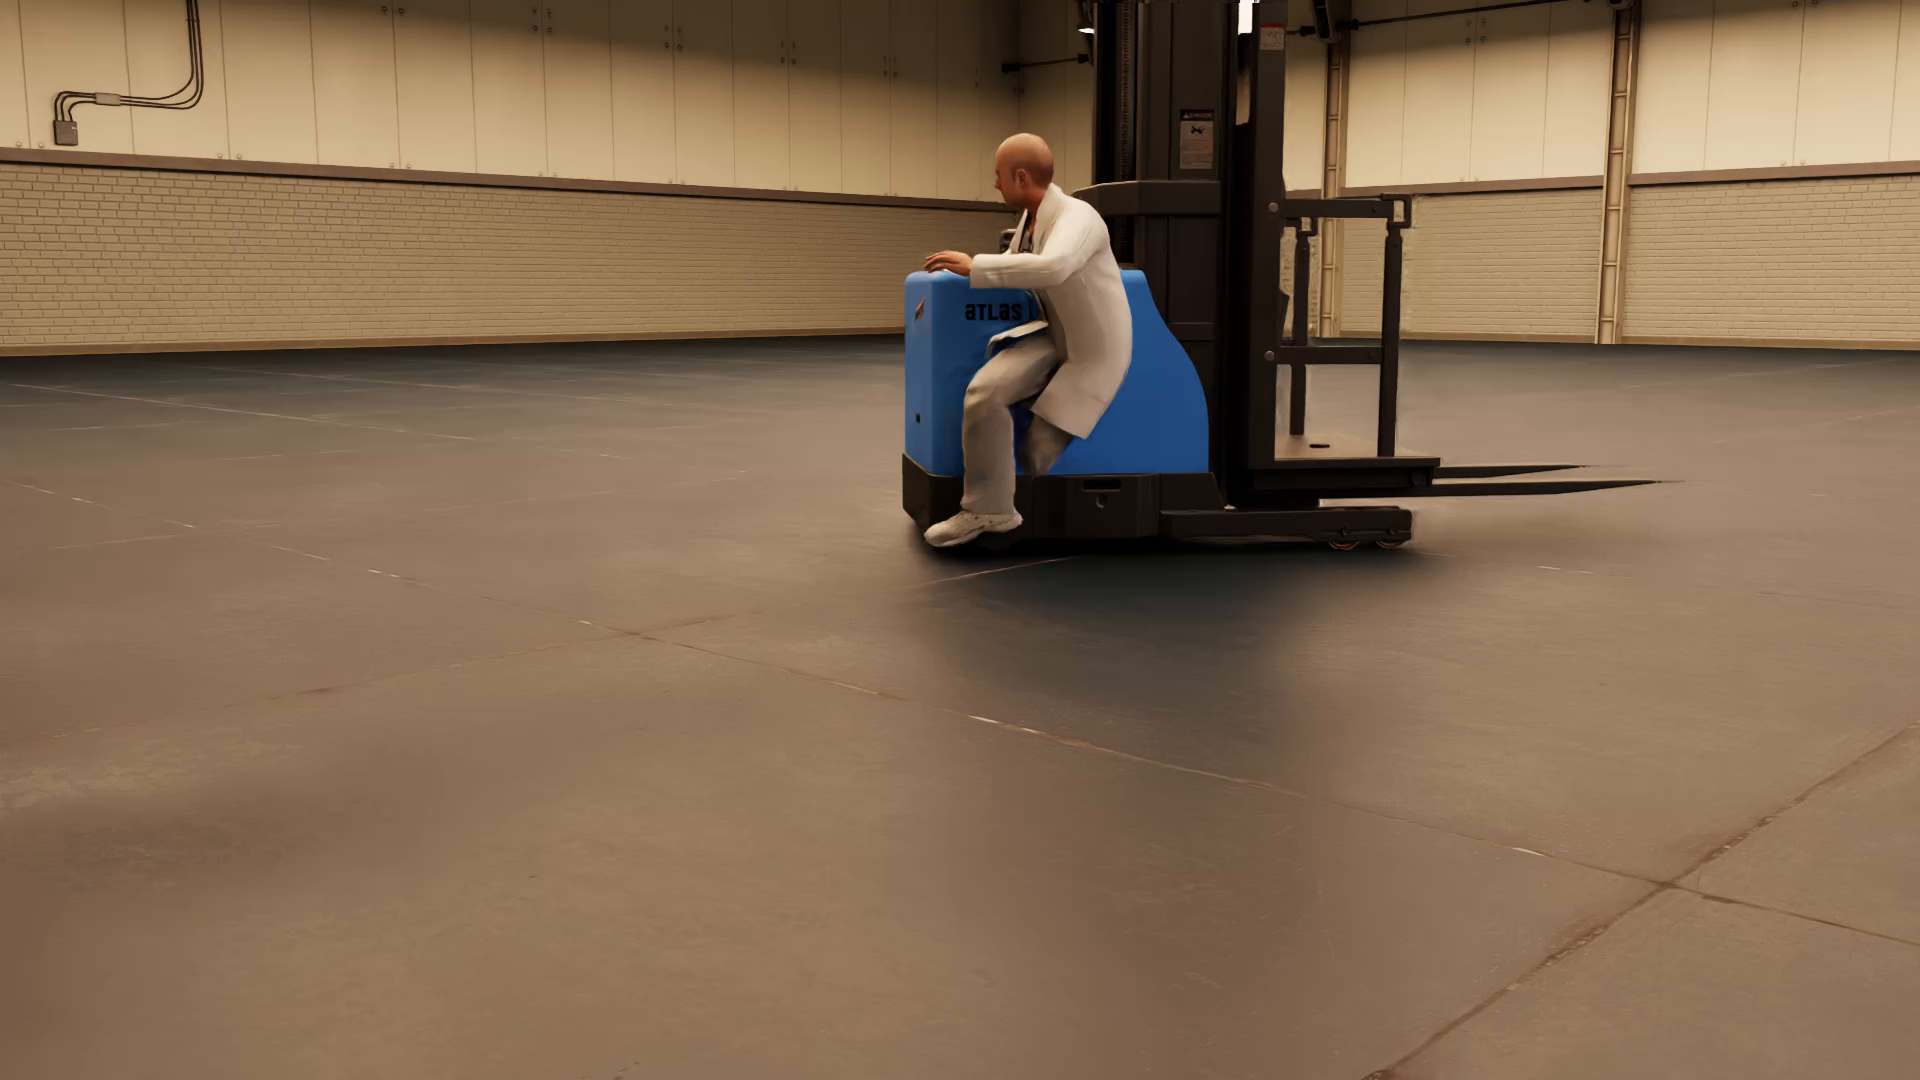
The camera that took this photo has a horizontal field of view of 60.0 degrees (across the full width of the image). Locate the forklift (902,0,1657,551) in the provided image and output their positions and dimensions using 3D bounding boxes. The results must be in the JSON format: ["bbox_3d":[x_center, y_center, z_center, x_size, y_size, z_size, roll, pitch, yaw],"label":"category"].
[{"bbox_3d":[1.316,-1.484,6.732,3.031,2.935,1.130,-1,9,-9],"label":"forklift"}]

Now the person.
[{"bbox_3d":[0.159,-0.680,6.059,0.928,1.534,1.043,-7,11,-39],"label":"person"}]
